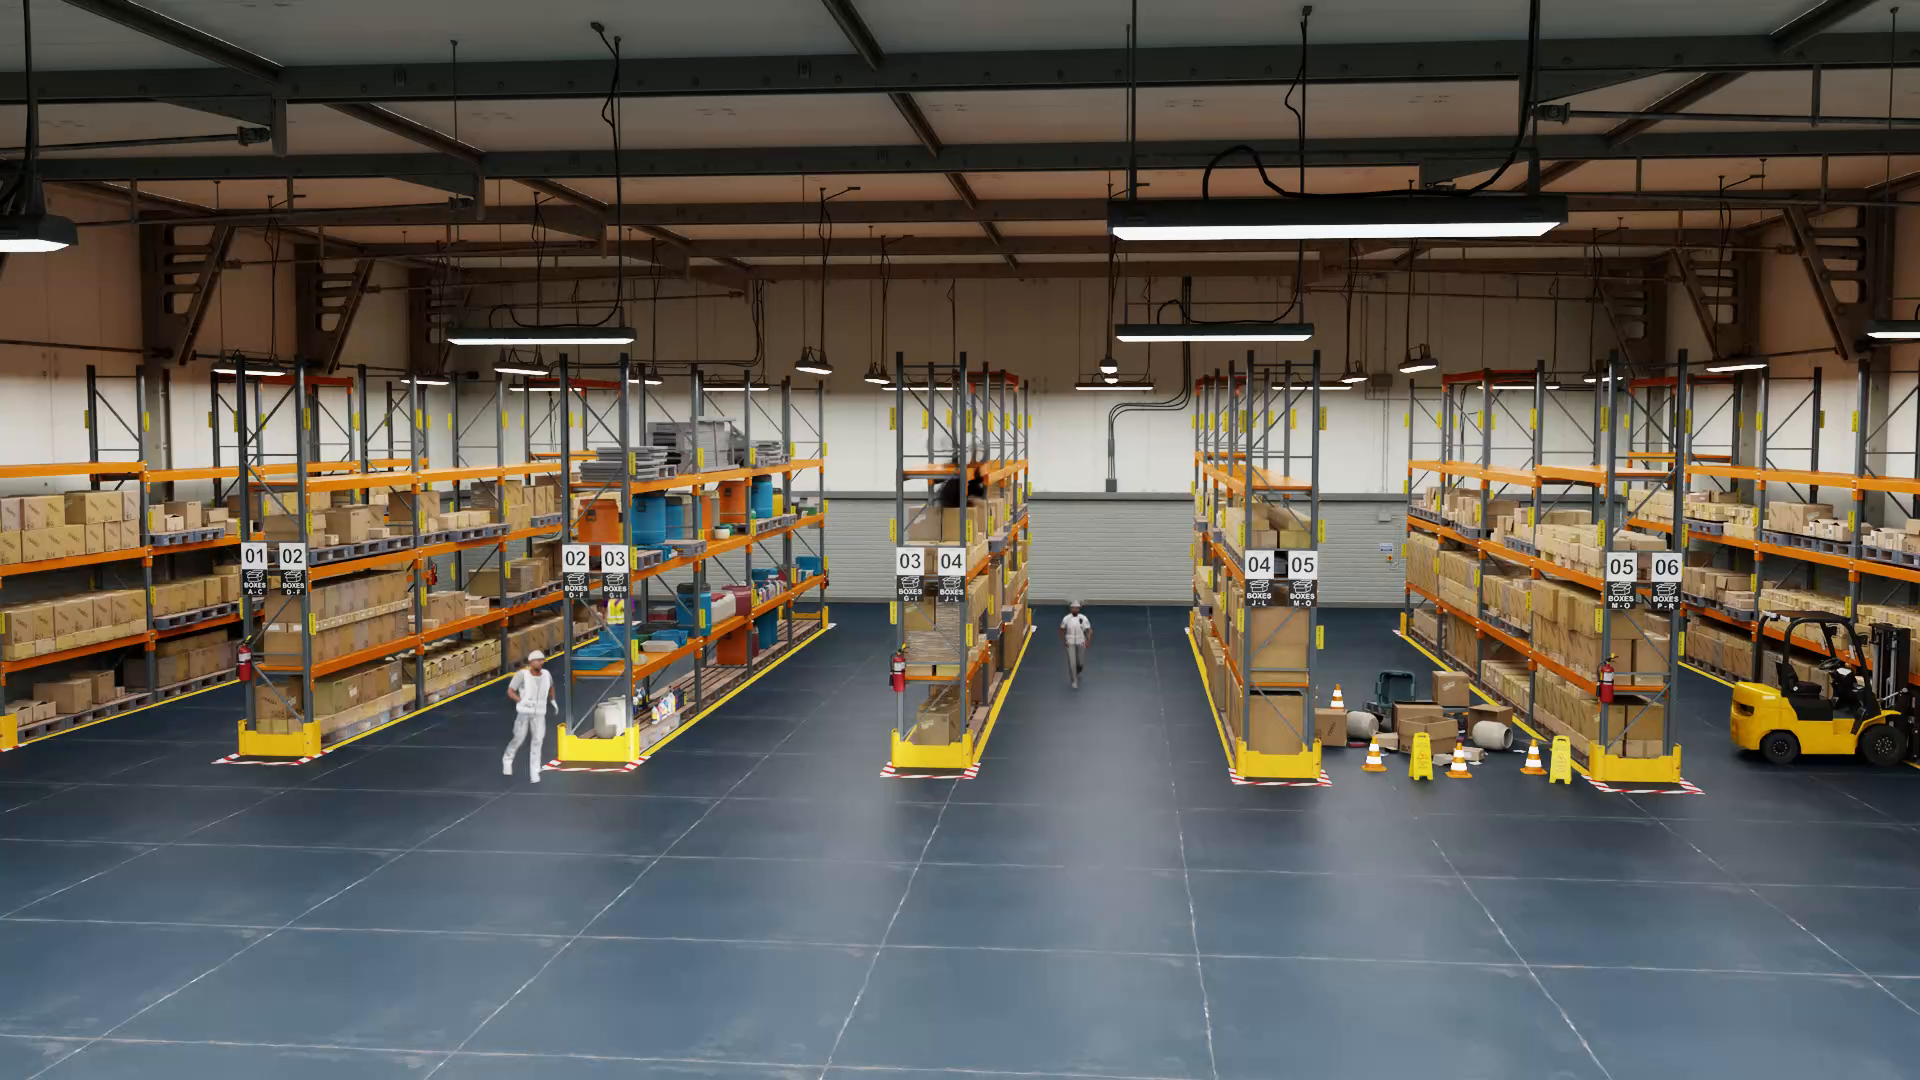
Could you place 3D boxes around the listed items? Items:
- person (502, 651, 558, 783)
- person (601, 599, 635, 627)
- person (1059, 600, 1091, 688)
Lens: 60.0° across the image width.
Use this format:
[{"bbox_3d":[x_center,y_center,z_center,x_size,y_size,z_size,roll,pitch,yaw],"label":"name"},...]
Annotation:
[{"bbox_3d":[-5.988,2.442,23.354,0.736,1.780,0.895,-3,5,-37],"label":"person"},{"bbox_3d":[-6.899,1.706,33.545,0.697,1.756,0.984,0,4,-6],"label":"person"},{"bbox_3d":[2.158,1.945,31.384,0.590,1.655,0.633,0,4,2],"label":"person"}]
